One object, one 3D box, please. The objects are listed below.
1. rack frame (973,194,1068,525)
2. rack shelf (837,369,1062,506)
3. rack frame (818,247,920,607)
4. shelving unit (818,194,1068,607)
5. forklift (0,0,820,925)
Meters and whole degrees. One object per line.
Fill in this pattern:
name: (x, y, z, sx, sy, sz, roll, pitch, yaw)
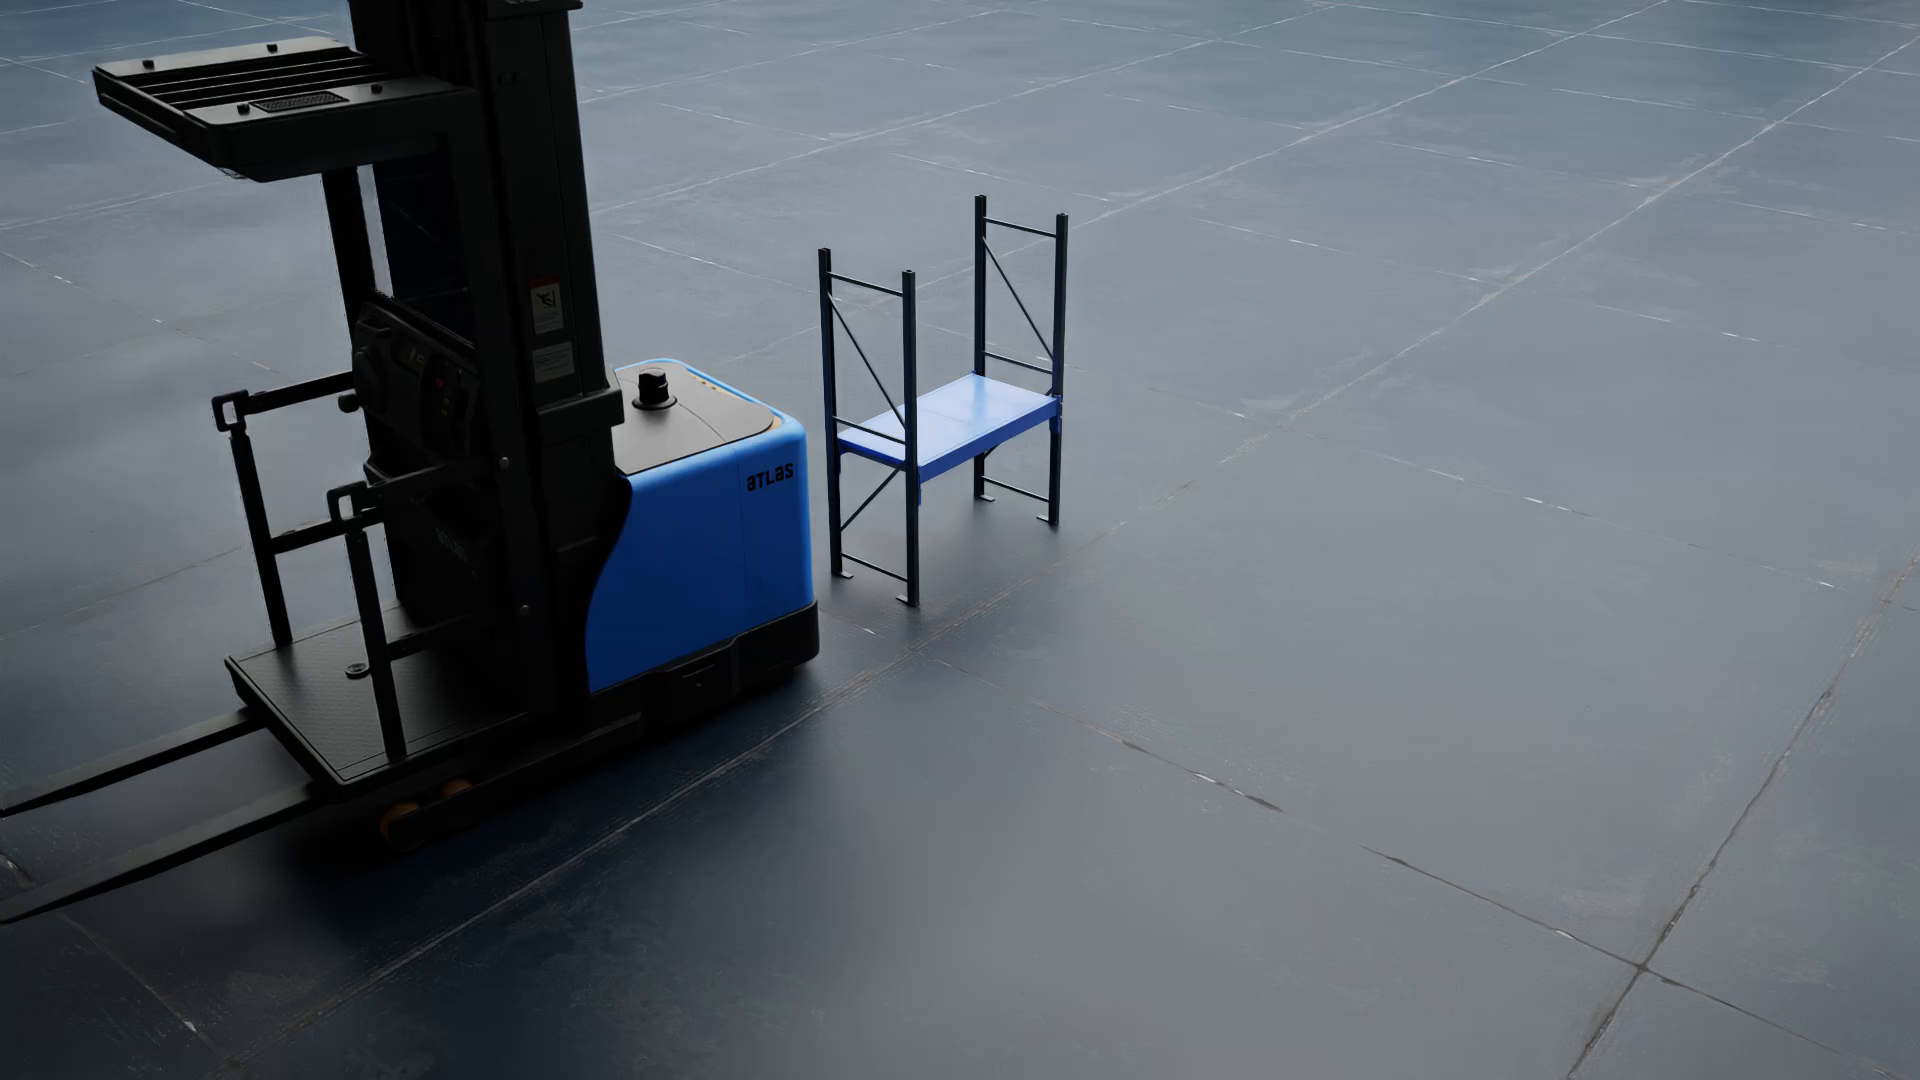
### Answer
rack frame: (0.269, -0.816, 7.695, 0.500, 1.500, 0.032, 21, 34, 34)
rack shelf: (-0.054, -0.476, 7.430, 0.538, 0.185, 1.000, 21, 34, 34)
rack frame: (-0.378, -0.456, 6.999, 0.500, 1.500, 0.032, 21, 34, 34)
shelving unit: (-0.054, -0.636, 7.347, 0.538, 1.500, 1.048, 21, 34, 34)
forklift: (-2.011, -0.511, 5.548, 3.031, 2.935, 1.130, -22, 34, -36)
